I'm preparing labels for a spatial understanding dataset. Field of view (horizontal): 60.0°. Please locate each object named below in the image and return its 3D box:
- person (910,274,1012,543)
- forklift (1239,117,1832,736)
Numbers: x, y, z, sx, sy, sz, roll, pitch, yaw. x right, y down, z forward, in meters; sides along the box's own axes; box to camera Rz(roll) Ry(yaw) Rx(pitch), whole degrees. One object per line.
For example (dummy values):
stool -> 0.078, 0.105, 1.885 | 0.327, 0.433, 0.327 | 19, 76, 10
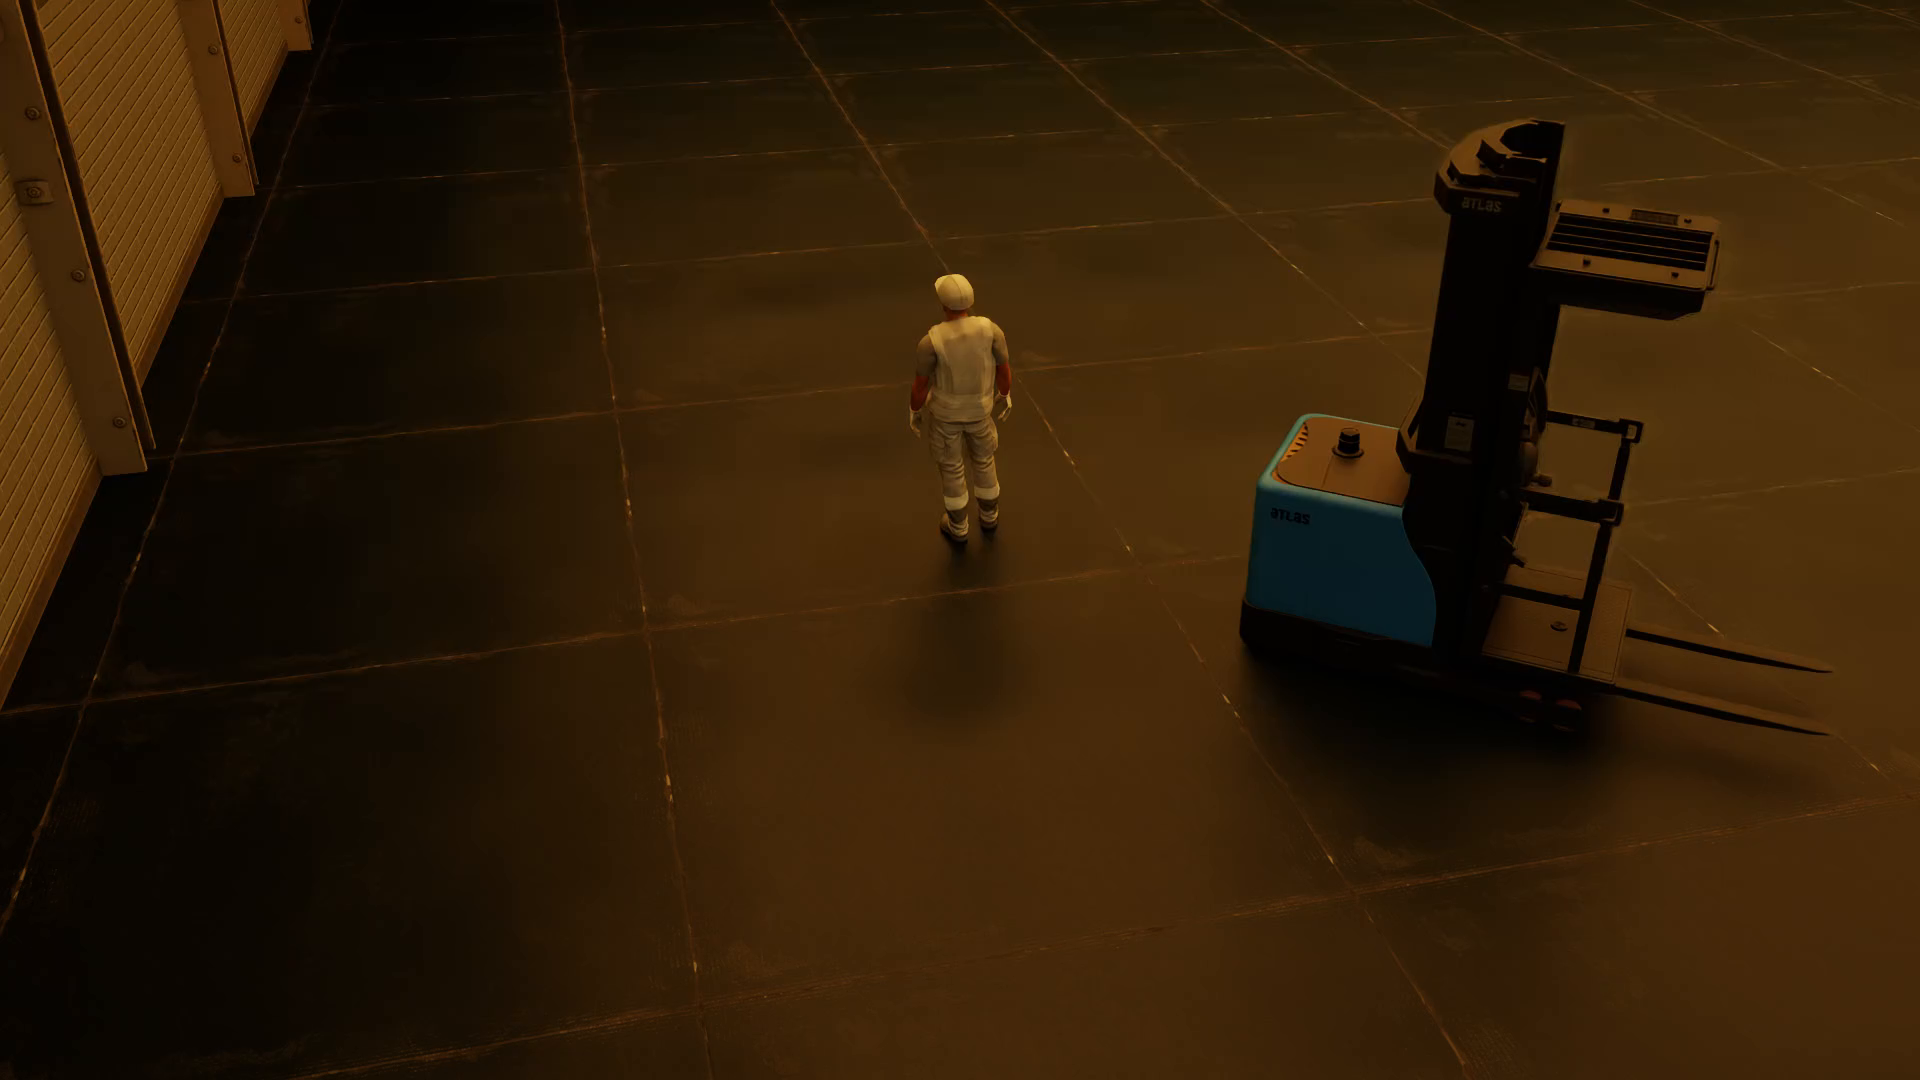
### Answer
person -> -0.007, -0.821, 10.118 | 0.638, 1.787, 0.564 | -7, 31, -12
forklift -> 3.144, -0.565, 8.550 | 3.031, 2.935, 1.130 | 13, 32, 21
